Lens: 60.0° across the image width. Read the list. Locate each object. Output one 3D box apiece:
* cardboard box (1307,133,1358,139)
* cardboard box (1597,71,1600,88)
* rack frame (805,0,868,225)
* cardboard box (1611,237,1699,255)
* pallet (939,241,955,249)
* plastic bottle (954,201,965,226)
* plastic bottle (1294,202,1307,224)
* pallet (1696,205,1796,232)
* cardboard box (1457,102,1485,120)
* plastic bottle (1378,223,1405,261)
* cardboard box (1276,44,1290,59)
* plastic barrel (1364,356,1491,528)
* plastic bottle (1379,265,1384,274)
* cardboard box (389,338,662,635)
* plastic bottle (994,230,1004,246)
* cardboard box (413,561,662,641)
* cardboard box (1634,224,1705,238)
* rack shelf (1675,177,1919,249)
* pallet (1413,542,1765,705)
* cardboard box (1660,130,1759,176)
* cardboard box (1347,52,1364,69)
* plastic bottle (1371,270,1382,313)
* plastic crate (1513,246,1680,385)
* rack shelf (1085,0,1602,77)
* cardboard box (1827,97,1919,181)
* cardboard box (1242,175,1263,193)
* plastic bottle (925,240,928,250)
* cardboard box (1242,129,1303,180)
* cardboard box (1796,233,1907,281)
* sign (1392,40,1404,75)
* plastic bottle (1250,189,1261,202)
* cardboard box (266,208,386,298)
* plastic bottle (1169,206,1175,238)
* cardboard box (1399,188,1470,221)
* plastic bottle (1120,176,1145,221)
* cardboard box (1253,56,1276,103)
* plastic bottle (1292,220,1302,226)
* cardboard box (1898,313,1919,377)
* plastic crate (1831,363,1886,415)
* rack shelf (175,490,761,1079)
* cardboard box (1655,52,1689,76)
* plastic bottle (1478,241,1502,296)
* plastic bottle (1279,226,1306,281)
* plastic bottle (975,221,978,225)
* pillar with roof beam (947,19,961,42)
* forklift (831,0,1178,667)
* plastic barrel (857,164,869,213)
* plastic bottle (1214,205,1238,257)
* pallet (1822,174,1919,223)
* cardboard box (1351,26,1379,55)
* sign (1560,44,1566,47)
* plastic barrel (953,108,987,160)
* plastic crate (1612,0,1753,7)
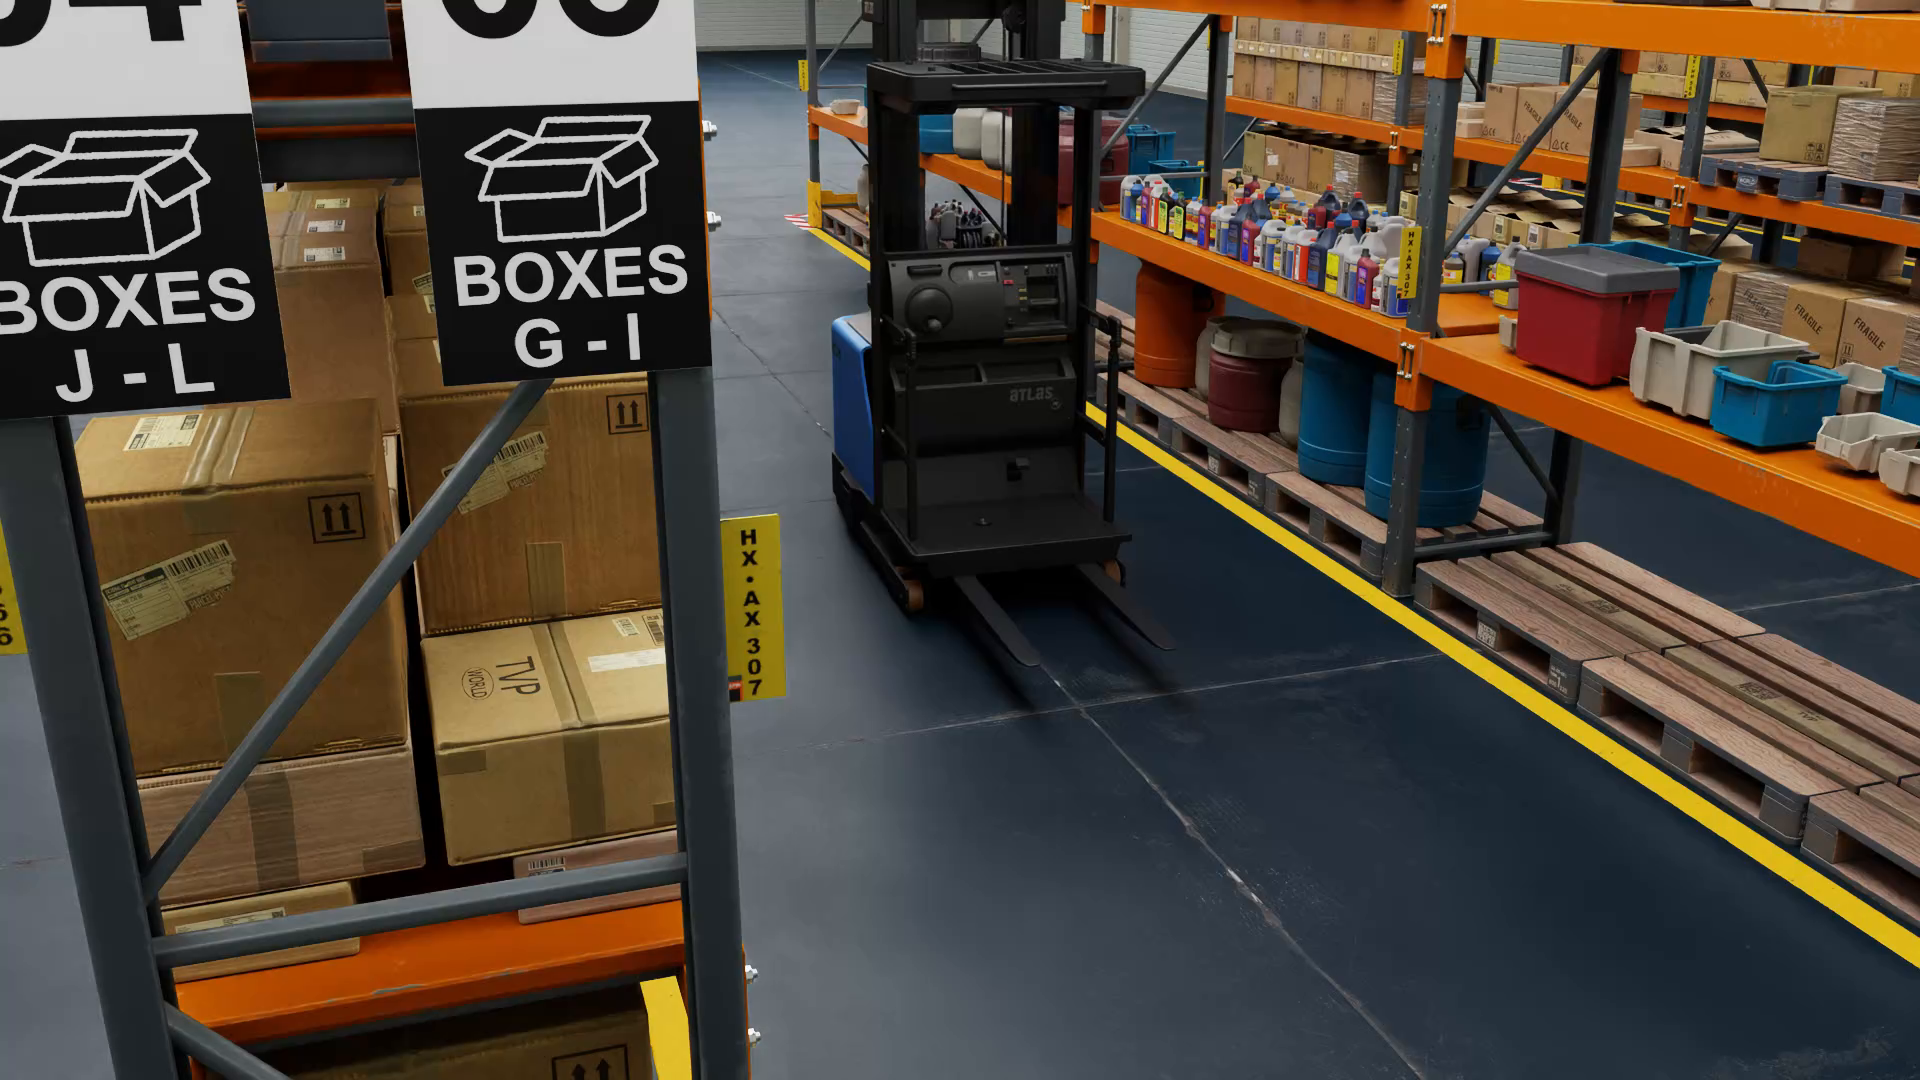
[{"bbox_3d":[4.283,-4.365,18.969,0.500,0.500,0.500,-6,21,-17],"label":"cardboard box"},{"bbox_3d":[8.234,-5.679,20.483,0.500,0.250,0.500,-7,21,-19],"label":"cardboard box"},{"bbox_3d":[-1.199,-5.043,18.520,1.000,3.000,0.127,-6,21,-17],"label":"rack frame"},{"bbox_3d":[5.620,-2.310,13.528,0.500,0.311,0.500,-6,21,-16],"label":"cardboard box"},{"bbox_3d":[-0.114,-2.667,16.030,1.003,0.211,1.213,-6,21,-17],"label":"pallet"},{"bbox_3d":[0.005,-3.220,16.712,0.144,0.351,0.185,-7,21,-18],"label":"plastic bottle"},{"bbox_3d":[2.122,-1.997,10.334,0.097,0.201,0.097,0,20,0],"label":"plastic bottle"},{"bbox_3d":[9.218,-3.712,18.938,1.003,0.211,1.213,-6,21,-17],"label":"pallet"},{"bbox_3d":[4.958,-4.061,16.006,0.500,0.250,0.500,-5,20,-14],"label":"cardboard box"},{"bbox_3d":[2.353,-1.604,9.128,0.152,0.276,0.135,-6,21,-17],"label":"plastic bottle"},{"bbox_3d":[3.749,-5.441,18.519,0.380,0.149,0.250,-7,21,-19],"label":"cardboard box"},{"bbox_3d":[2.417,-0.579,8.573,0.600,0.901,0.708,-6,21,-17],"label":"plastic barrel"},{"bbox_3d":[2.095,-1.275,8.321,0.097,0.201,0.097,0,20,0],"label":"plastic bottle"},{"bbox_3d":[-0.924,-0.148,3.563,0.500,0.500,0.500,-7,21,-19],"label":"cardboard box"},{"bbox_3d":[0.374,-2.831,15.747,0.097,0.271,0.097,0,20,0],"label":"plastic bottle"},{"bbox_3d":[-0.937,0.199,3.706,0.500,0.250,0.500,-7,21,-18],"label":"cardboard box"},{"bbox_3d":[5.960,-2.535,14.155,0.500,0.311,0.500,-7,21,-19],"label":"cardboard box"},{"bbox_3d":[6.647,-2.021,11.169,1.077,0.370,4.000,-6,21,-17],"label":"rack shelf"},{"bbox_3d":[2.840,0.352,7.625,1.003,0.211,1.213,-6,21,-17],"label":"pallet"},{"bbox_3d":[5.946,-3.080,13.187,0.500,0.311,0.500,-5,20,-14],"label":"cardboard box"},{"bbox_3d":[4.228,-4.949,17.150,0.380,0.149,0.250,-6,21,-17],"label":"cardboard box"},{"bbox_3d":[2.079,-1.225,8.184,0.097,0.201,0.097,0,20,0],"label":"plastic bottle"},{"bbox_3d":[2.615,-0.937,6.906,0.402,0.464,0.583,-6,21,-17],"label":"plastic crate"},{"bbox_3d":[1.944,-2.907,9.200,1.077,0.370,4.000,-6,21,-17],"label":"rack shelf"},{"bbox_3d":[6.430,-2.742,11.343,0.700,0.500,0.500,-3,20,-7],"label":"cardboard box"},{"bbox_3d":[3.622,-4.116,19.385,0.500,0.250,0.500,-6,21,-17],"label":"cardboard box"},{"bbox_3d":[-0.352,-2.733,15.577,0.097,0.201,0.097,0,20,0],"label":"plastic bottle"},{"bbox_3d":[3.620,-4.469,19.258,0.500,0.500,0.500,-6,21,-17],"label":"cardboard box"},{"bbox_3d":[6.557,-2.092,12.240,0.500,0.250,0.500,-6,20,-15],"label":"cardboard box"},{"bbox_3d":[4.235,-4.670,16.083,0.100,0.325,0.005,-6,21,-17],"label":"sign"},{"bbox_3d":[1.939,-2.185,10.856,0.097,0.201,0.097,0,20,0],"label":"plastic bottle"},{"bbox_3d":[-2.074,-0.749,5.236,0.500,0.500,0.500,-6,21,-17],"label":"cardboard box"},{"bbox_3d":[1.342,-1.978,10.279,0.097,0.201,0.097,0,20,0],"label":"plastic bottle"},{"bbox_3d":[4.655,-3.293,16.264,0.500,0.311,0.500,-6,21,-17],"label":"cardboard box"},{"bbox_3d":[1.144,-2.244,10.911,0.152,0.276,0.135,-6,21,-17],"label":"plastic bottle"},{"bbox_3d":[3.808,-5.296,19.076,0.700,0.500,0.500,-6,21,-16],"label":"cardboard box"},{"bbox_3d":[1.866,-1.640,9.235,0.097,0.271,0.097,0,20,0],"label":"plastic bottle"},{"bbox_3d":[6.544,-1.196,10.857,0.500,0.500,0.500,-6,21,-17],"label":"cardboard box"},{"bbox_3d":[3.405,-0.570,6.366,0.293,0.136,0.466,-6,21,-17],"label":"plastic crate"},{"bbox_3d":[-1.501,0.314,4.668,1.077,0.370,4.000,-6,21,-17],"label":"rack shelf"},{"bbox_3d":[8.546,-5.712,19.465,0.500,0.500,0.500,-6,21,-16],"label":"cardboard box"},{"bbox_3d":[2.736,-1.404,8.578,0.097,0.271,0.097,0,20,0],"label":"plastic bottle"},{"bbox_3d":[1.826,-1.548,8.973,0.152,0.276,0.135,-6,21,-17],"label":"plastic bottle"},{"bbox_3d":[0.145,-2.926,15.994,0.061,0.283,0.133,-6,21,-17],"label":"plastic bottle"},{"bbox_3d":[-4.269,-17.956,45.596,9.100,9.000,0.400,-6,21,-17],"label":"pillar with roof beam"},{"bbox_3d":[0.175,-1.175,7.852,1.130,2.935,3.031,-6,21,-15],"label":"forklift"},{"bbox_3d":[-0.920,-3.867,18.304,0.421,0.512,0.421,0,20,0],"label":"plastic barrel"},{"bbox_3d":[1.580,-1.799,9.672,0.152,0.276,0.135,-6,21,-17],"label":"plastic bottle"},{"bbox_3d":[6.634,-2.287,11.131,1.003,0.211,1.213,-6,21,-17],"label":"pallet"},{"bbox_3d":[4.456,-5.246,17.017,0.700,0.500,0.500,-6,21,-17],"label":"cardboard box"},{"bbox_3d":[7.690,-6.446,21.143,0.100,0.325,0.005,-6,21,-17],"label":"sign"},{"bbox_3d":[0.150,-3.493,14.003,0.433,0.535,0.433,0,20,0],"label":"plastic barrel"},{"bbox_3d":[2.702,-2.115,6.123,0.497,0.269,0.590,-6,21,-17],"label":"plastic crate"}]
